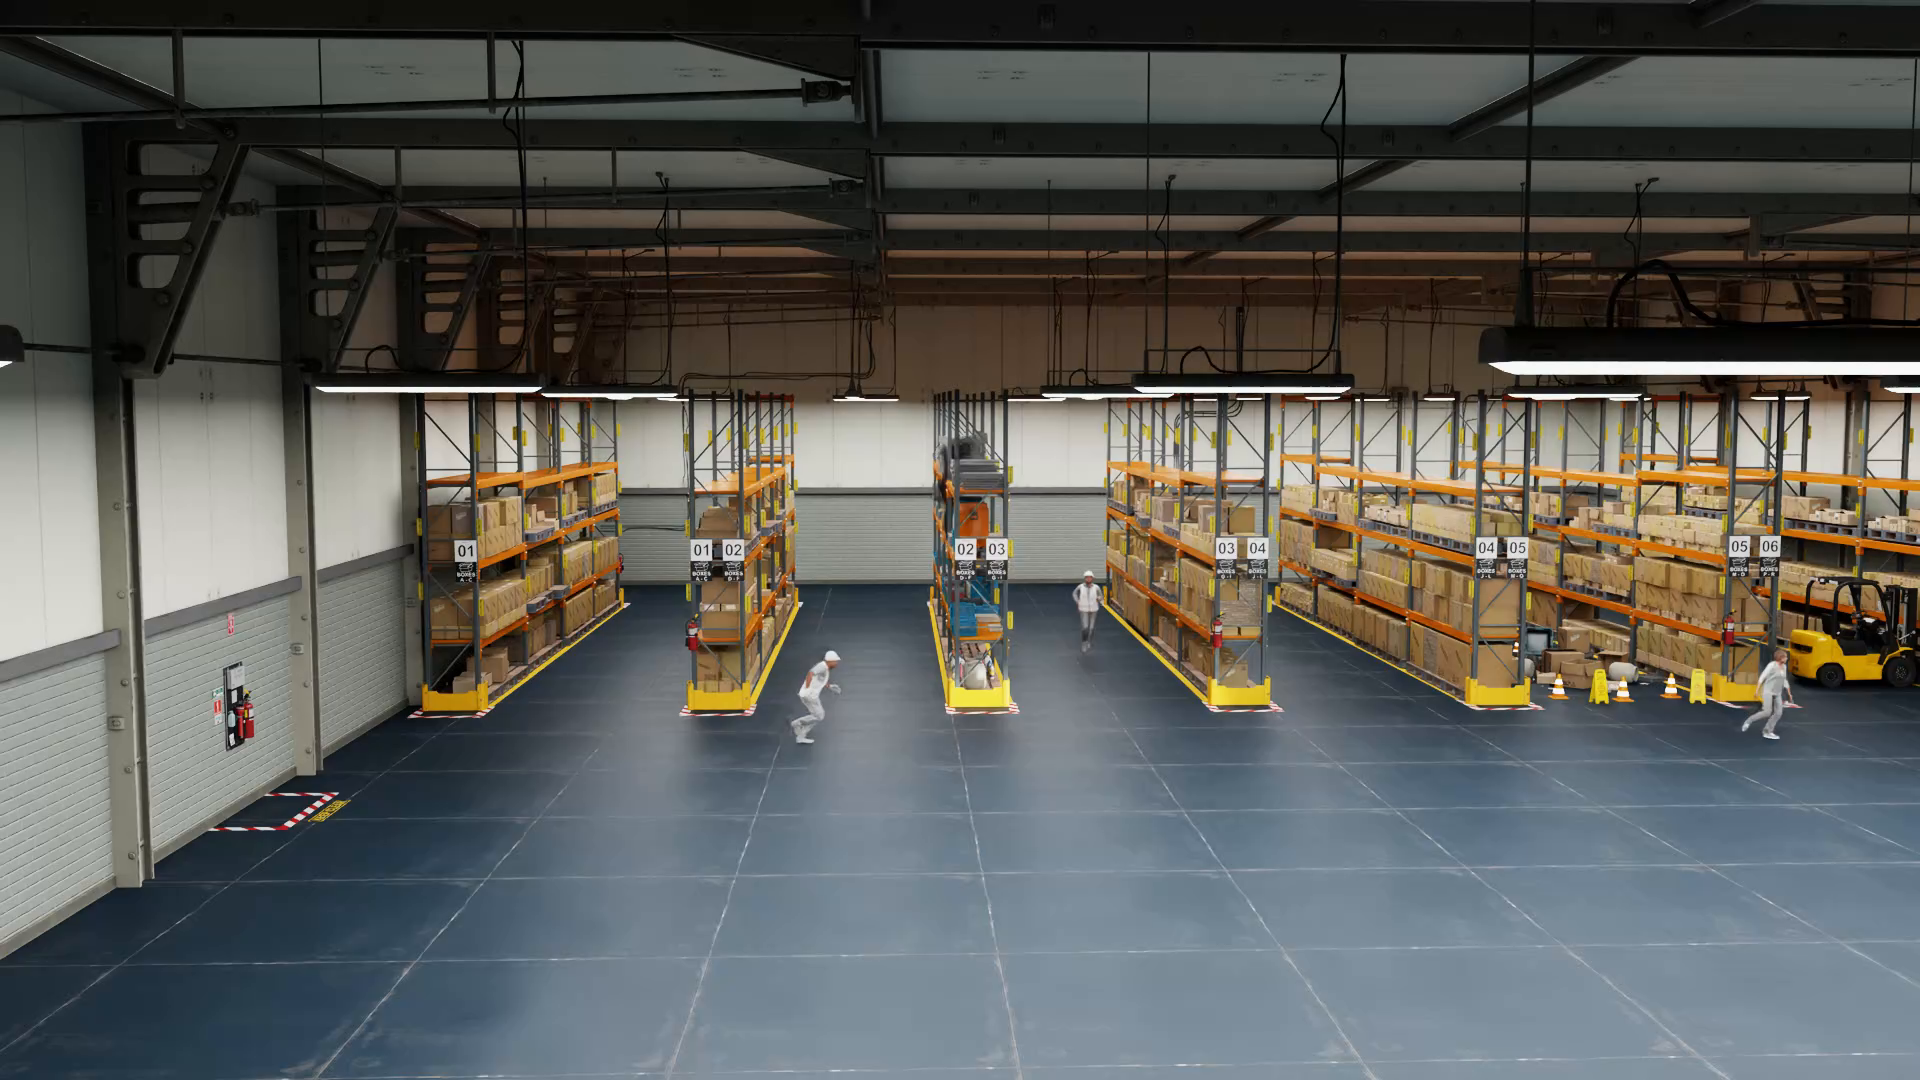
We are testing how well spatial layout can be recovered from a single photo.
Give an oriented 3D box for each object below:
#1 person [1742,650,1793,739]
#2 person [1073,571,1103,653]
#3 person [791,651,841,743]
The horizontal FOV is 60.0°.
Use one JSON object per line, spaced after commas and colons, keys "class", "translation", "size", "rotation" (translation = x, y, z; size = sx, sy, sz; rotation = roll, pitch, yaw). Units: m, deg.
{"class": "person", "translation": [13.858, 2.637, 28.534], "size": [0.588, 1.519, 0.620], "rotation": [-3, 5, -29]}
{"class": "person", "translation": [2.841, 1.594, 36.670], "size": [0.654, 1.821, 0.696], "rotation": [0, 5, -3]}
{"class": "person", "translation": [-2.431, 2.655, 27.969], "size": [0.847, 1.586, 0.718], "rotation": [0, 5, 5]}
